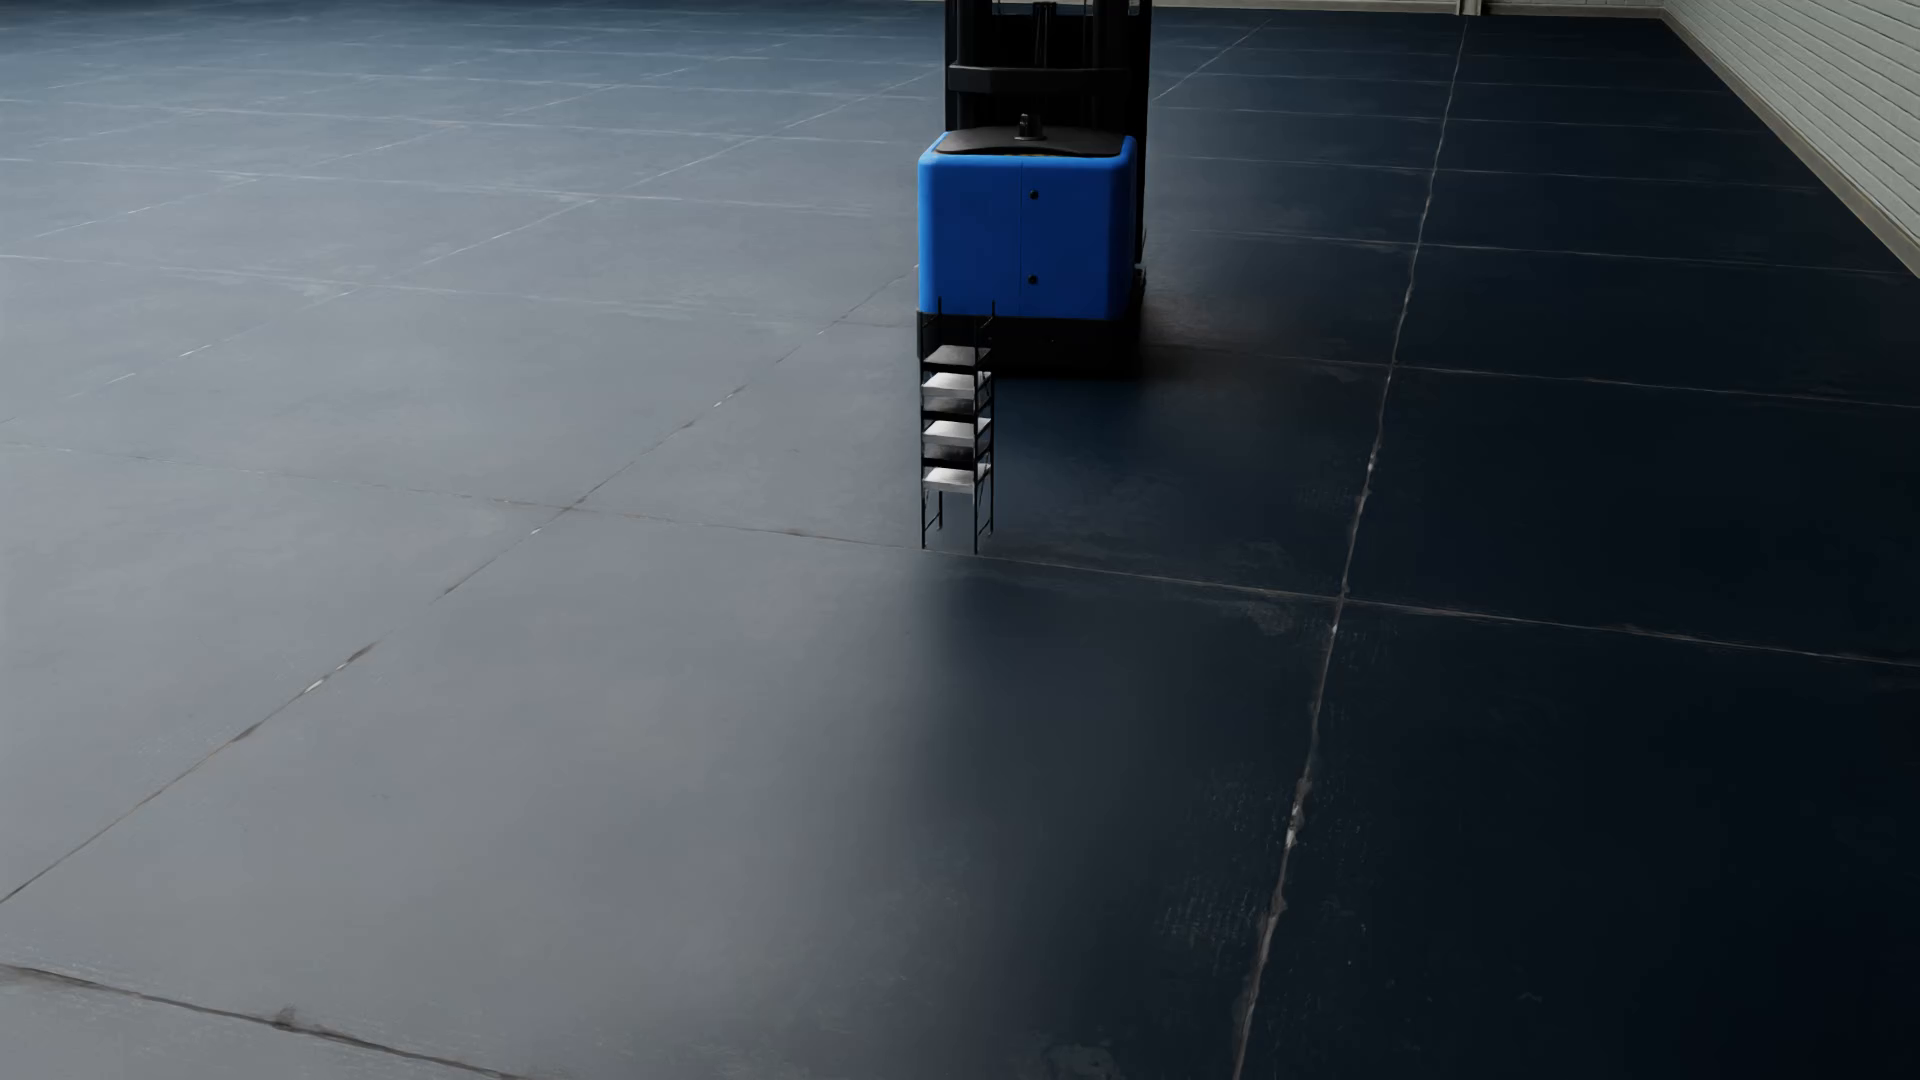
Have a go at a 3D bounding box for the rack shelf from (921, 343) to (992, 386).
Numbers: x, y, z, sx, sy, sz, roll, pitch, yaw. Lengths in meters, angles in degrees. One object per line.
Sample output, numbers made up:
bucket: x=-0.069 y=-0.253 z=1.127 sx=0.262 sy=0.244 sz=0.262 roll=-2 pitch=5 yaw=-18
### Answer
rack shelf: x=-0.008 y=-0.636 z=6.012 sx=0.200 sy=0.077 sz=0.258 roll=7 pitch=23 yaw=16

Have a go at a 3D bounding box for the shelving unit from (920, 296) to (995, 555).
shelving unit: x=-0.008 y=-0.417 z=6.101 sx=0.210 sy=0.900 sz=0.258 roll=7 pitch=23 yaw=16

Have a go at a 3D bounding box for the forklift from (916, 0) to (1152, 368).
forklift: x=0.498 y=-2.721 z=9.041 sx=1.130 sy=2.935 sz=3.031 roll=3 pitch=22 yaw=7

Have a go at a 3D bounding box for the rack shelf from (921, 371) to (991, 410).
rack shelf: x=-0.008 y=-0.553 z=6.046 sx=0.200 sy=0.077 sz=0.258 roll=7 pitch=23 yaw=16

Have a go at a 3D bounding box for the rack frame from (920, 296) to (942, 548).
rack frame: x=-0.105 y=-0.428 z=6.129 sx=0.006 sy=0.900 sz=0.240 roll=7 pitch=23 yaw=16

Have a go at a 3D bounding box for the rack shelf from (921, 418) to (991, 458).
rack shelf: x=-0.008 y=-0.386 z=6.114 sx=0.200 sy=0.077 sz=0.258 roll=7 pitch=23 yaw=16

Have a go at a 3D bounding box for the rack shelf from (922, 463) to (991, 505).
rack shelf: x=-0.008 y=-0.220 z=6.182 sx=0.200 sy=0.077 sz=0.258 roll=7 pitch=23 yaw=16

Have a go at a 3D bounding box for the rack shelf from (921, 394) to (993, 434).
rack shelf: x=-0.008 y=-0.470 z=6.080 sx=0.200 sy=0.077 sz=0.258 roll=7 pitch=23 yaw=16

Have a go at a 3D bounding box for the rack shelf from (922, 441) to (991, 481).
rack shelf: x=-0.008 y=-0.303 z=6.148 sx=0.200 sy=0.077 sz=0.258 roll=7 pitch=23 yaw=16

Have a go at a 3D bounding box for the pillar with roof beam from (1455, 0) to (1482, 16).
pillar with roof beam: x=7.102 y=-11.229 z=21.788 sx=0.400 sy=9.000 sz=9.100 roll=7 pitch=23 yaw=16

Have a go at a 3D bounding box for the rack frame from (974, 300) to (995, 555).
rack frame: x=0.090 y=-0.406 z=6.074 sx=0.006 sy=0.900 sz=0.240 roll=7 pitch=23 yaw=16
